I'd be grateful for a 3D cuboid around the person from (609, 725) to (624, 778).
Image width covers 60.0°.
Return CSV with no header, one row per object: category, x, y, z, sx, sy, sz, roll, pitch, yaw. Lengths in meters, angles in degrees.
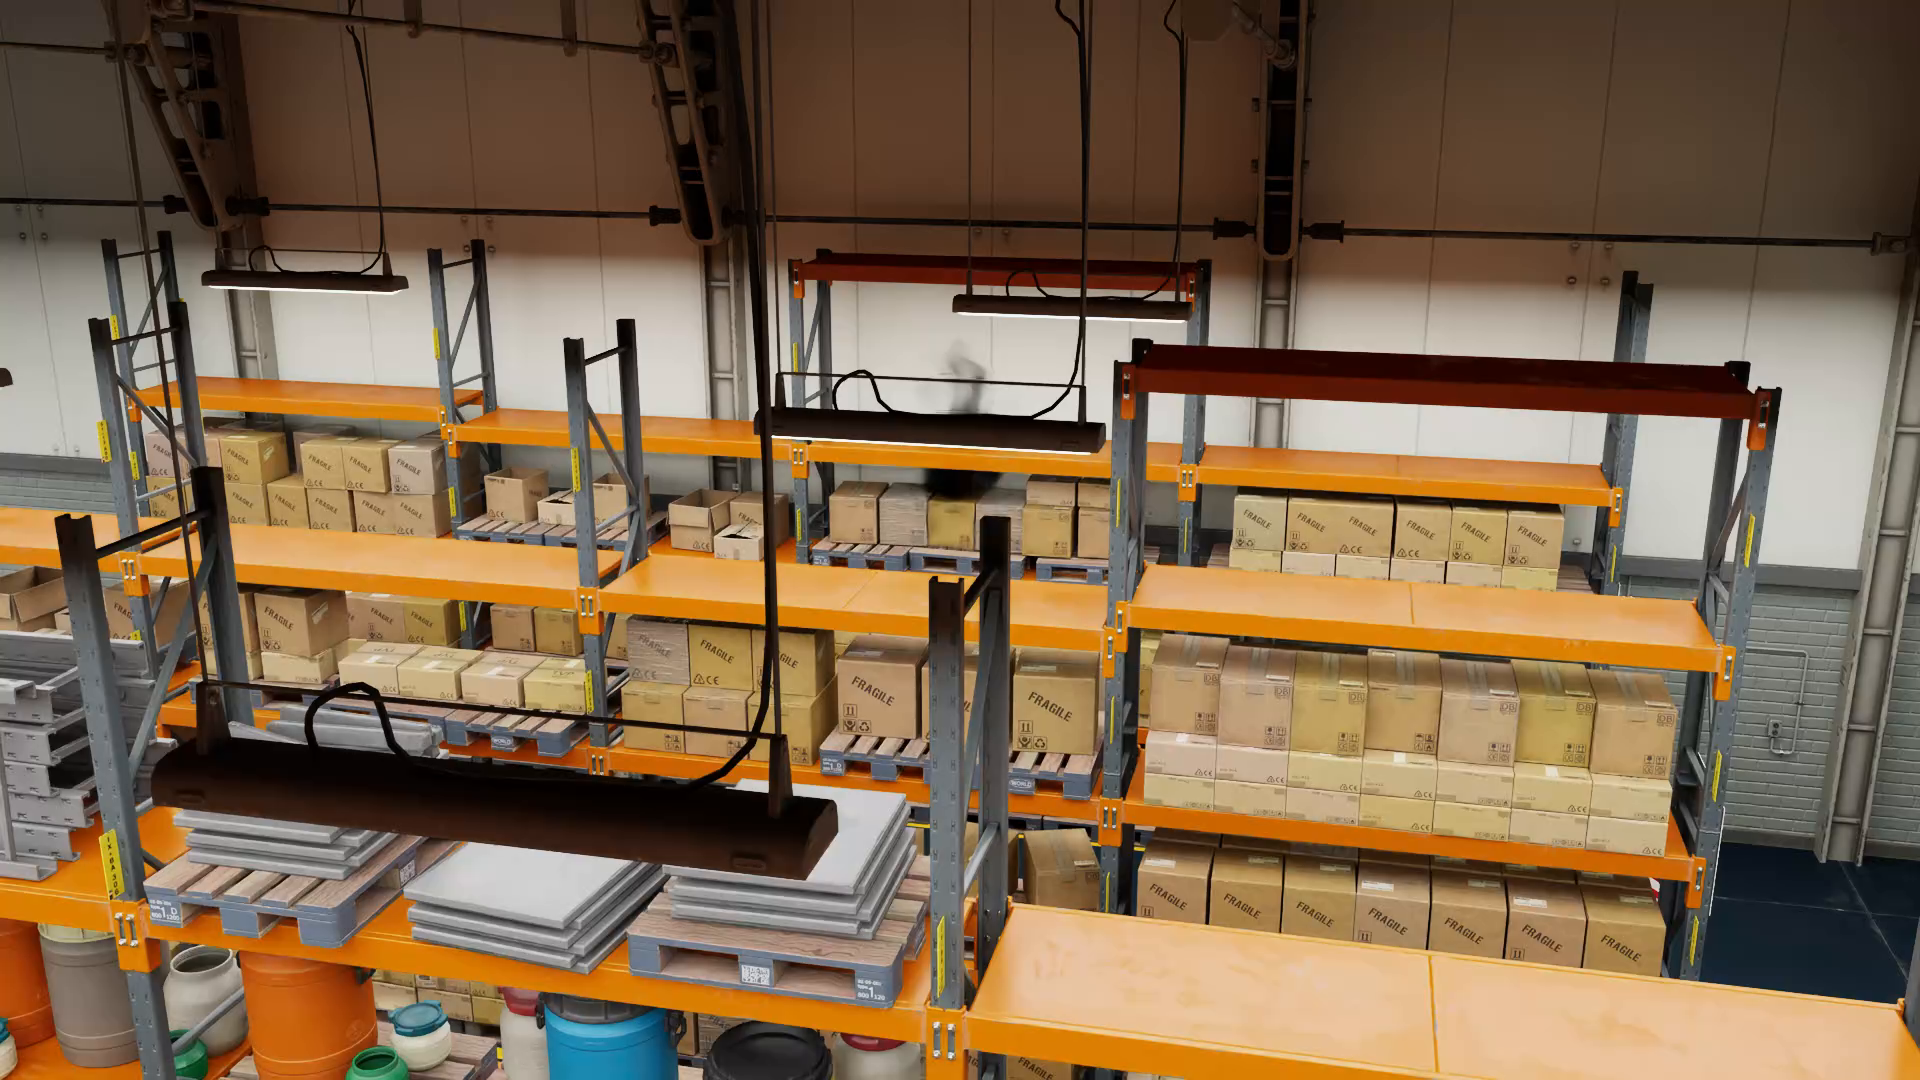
person,-3.469,2.405,16.323,0.950,1.678,0.571,0,16,0
